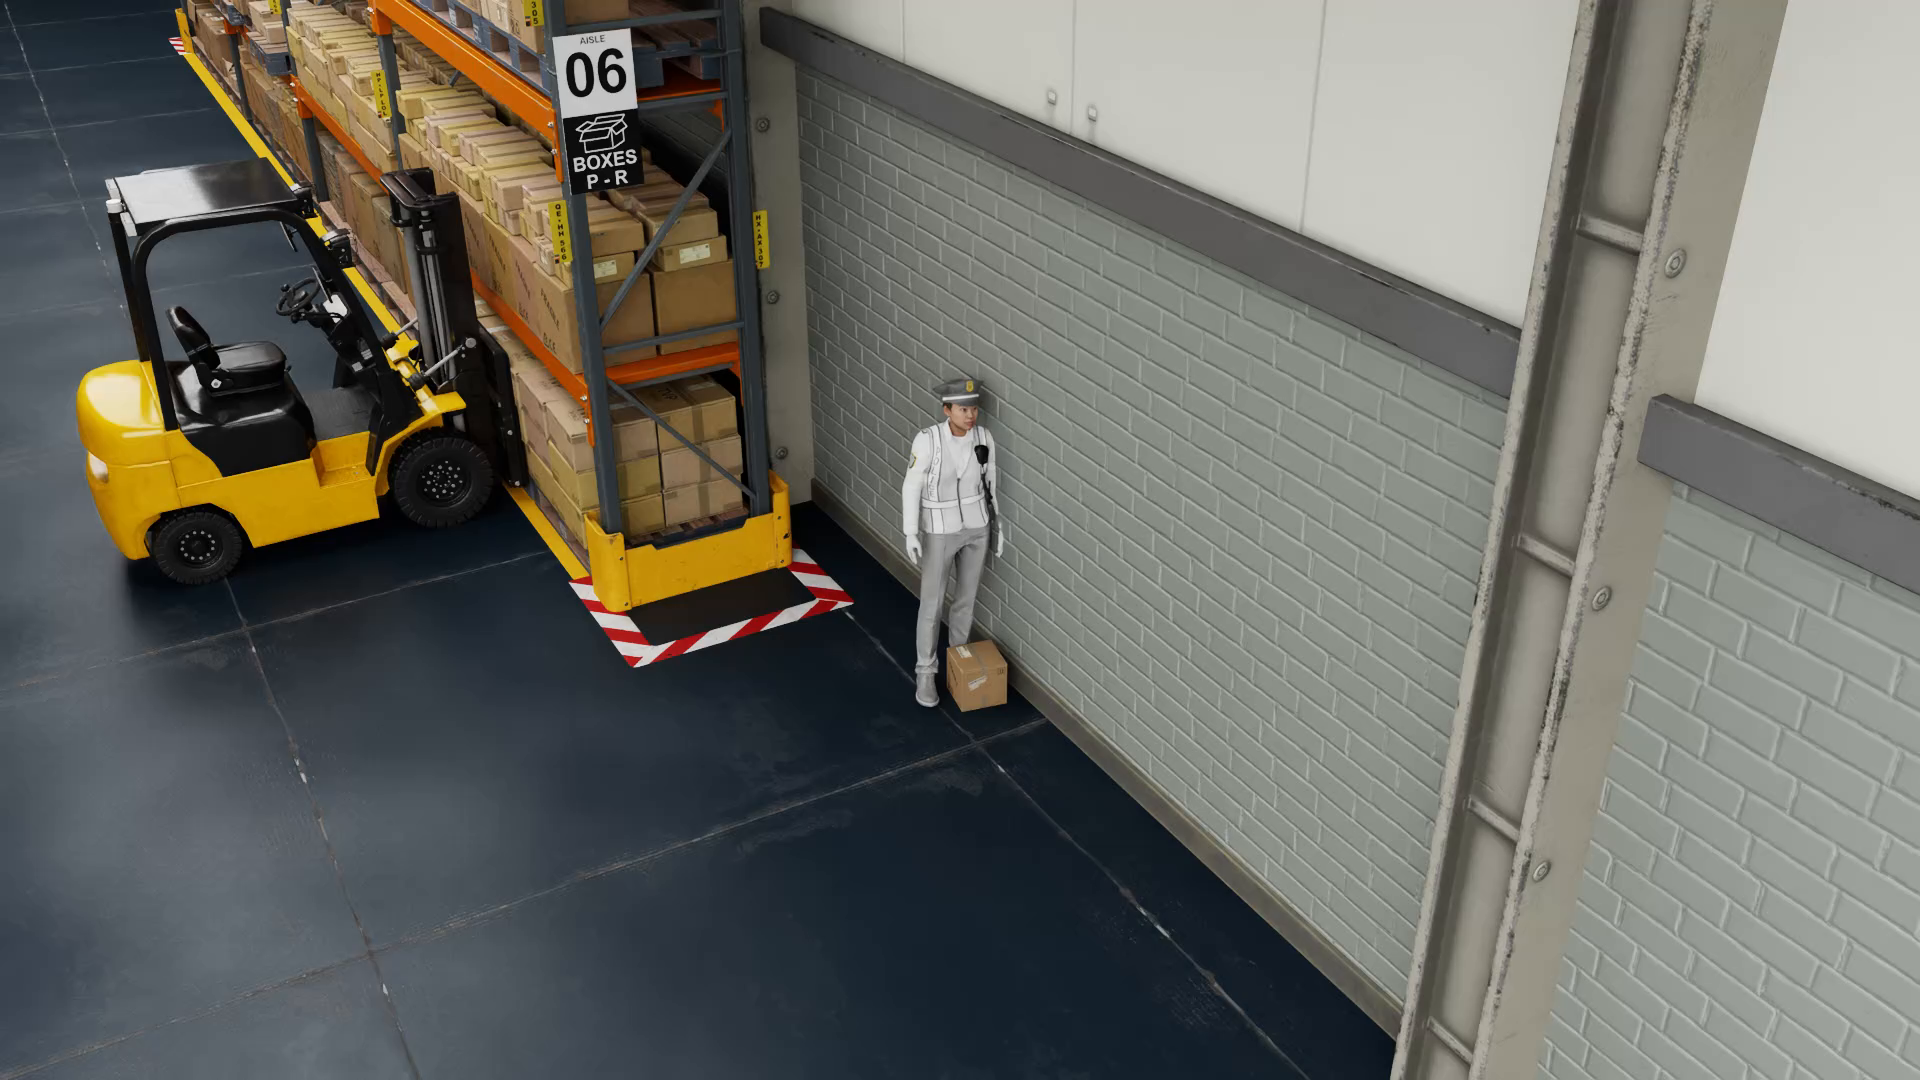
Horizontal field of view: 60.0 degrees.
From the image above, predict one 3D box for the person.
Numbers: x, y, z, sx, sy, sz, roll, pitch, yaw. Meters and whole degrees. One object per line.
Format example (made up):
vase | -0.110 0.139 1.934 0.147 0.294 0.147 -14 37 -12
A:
person | -0.001 -0.017 8.534 0.587 1.694 0.529 -9 30 -15
